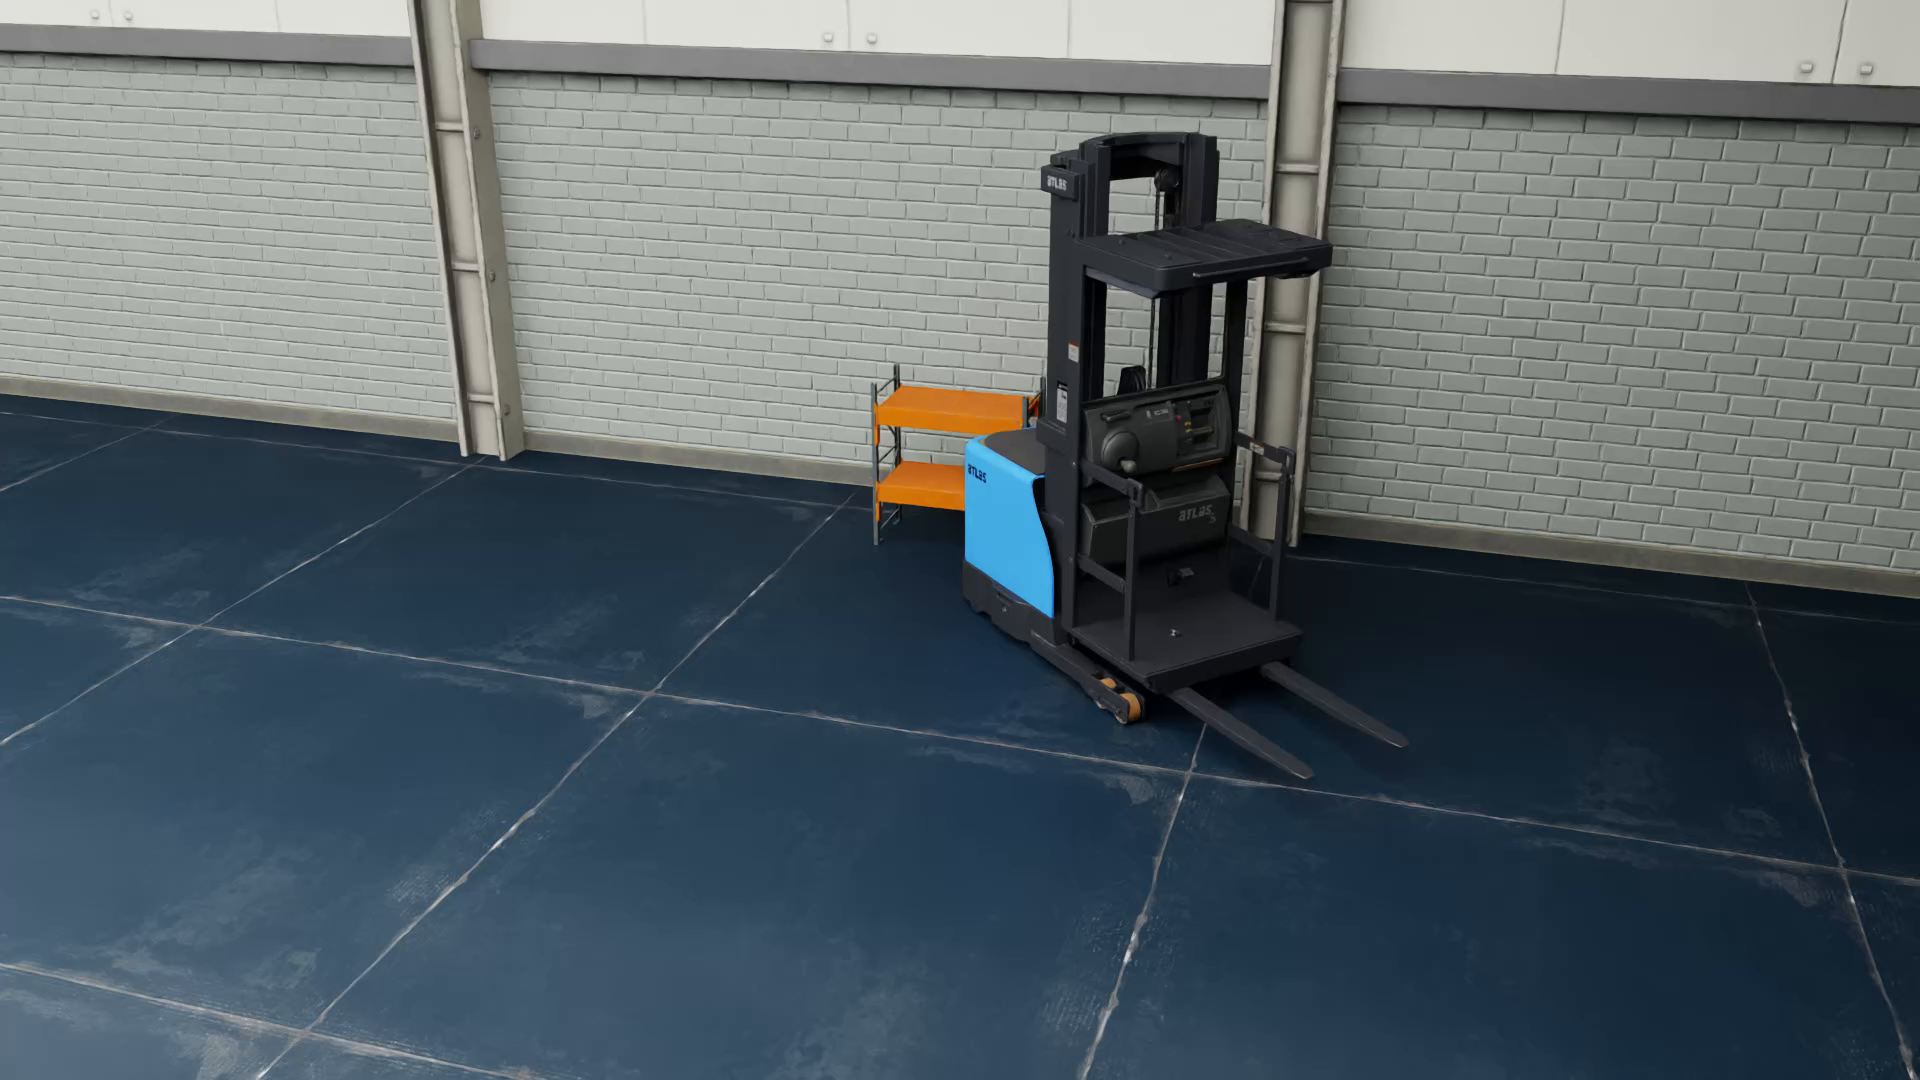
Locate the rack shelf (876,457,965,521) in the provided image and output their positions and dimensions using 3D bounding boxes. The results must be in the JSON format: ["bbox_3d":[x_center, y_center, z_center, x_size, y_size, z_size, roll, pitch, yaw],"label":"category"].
[{"bbox_3d":[-0.006,-0.295,11.151,1.000,0.278,0.538,7,23,16],"label":"rack shelf"}]

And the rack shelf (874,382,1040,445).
[{"bbox_3d":[-0.006,-0.792,10.947,1.000,0.278,0.538,7,23,16],"label":"rack shelf"}]

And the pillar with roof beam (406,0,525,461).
[{"bbox_3d":[-4.871,-3.285,7.422,0.400,9.000,9.100,7,23,16],"label":"pillar with roof beam"}]

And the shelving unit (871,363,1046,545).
[{"bbox_3d":[-0.006,-0.521,11.058,1.048,1.125,0.538,7,23,16],"label":"shelving unit"}]

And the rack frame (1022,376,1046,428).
[{"bbox_3d":[0.480,-0.465,10.922,0.032,1.125,0.500,7,23,16],"label":"rack frame"}]

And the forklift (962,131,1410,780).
[{"bbox_3d":[1.184,-0.574,8.807,1.130,2.935,3.031,-12,25,-27],"label":"forklift"}]

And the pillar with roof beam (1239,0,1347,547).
[{"bbox_3d":[0.874,-2.628,5.818,0.400,9.000,9.100,7,23,16],"label":"pillar with roof beam"}]

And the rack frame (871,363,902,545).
[{"bbox_3d":[-0.493,-0.577,11.194,0.032,1.125,0.500,7,23,16],"label":"rack frame"}]
